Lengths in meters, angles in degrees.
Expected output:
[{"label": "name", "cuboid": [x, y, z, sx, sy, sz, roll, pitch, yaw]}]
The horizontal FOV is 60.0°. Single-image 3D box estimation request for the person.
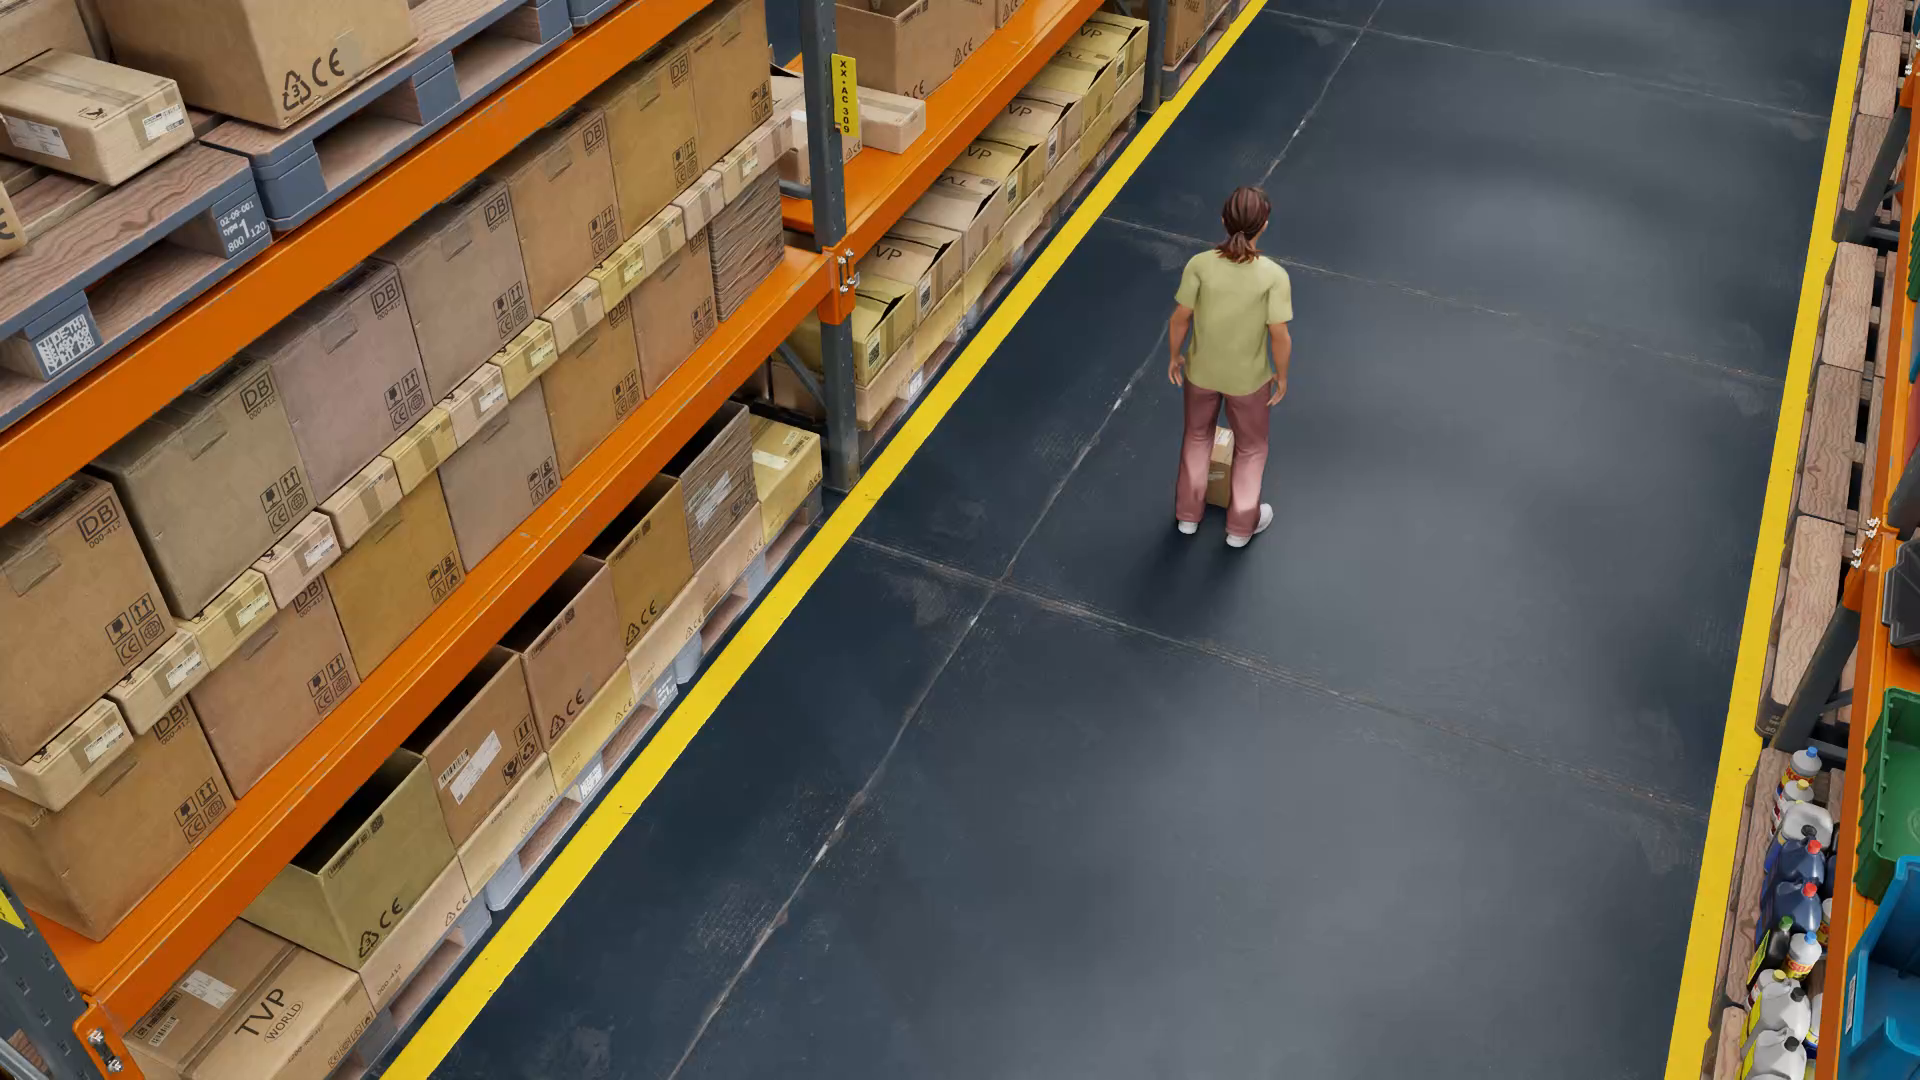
[{"label": "person", "cuboid": [1.123, -0.700, 6.935, 0.521, 1.671, 0.364, 15, 44, 16]}]
